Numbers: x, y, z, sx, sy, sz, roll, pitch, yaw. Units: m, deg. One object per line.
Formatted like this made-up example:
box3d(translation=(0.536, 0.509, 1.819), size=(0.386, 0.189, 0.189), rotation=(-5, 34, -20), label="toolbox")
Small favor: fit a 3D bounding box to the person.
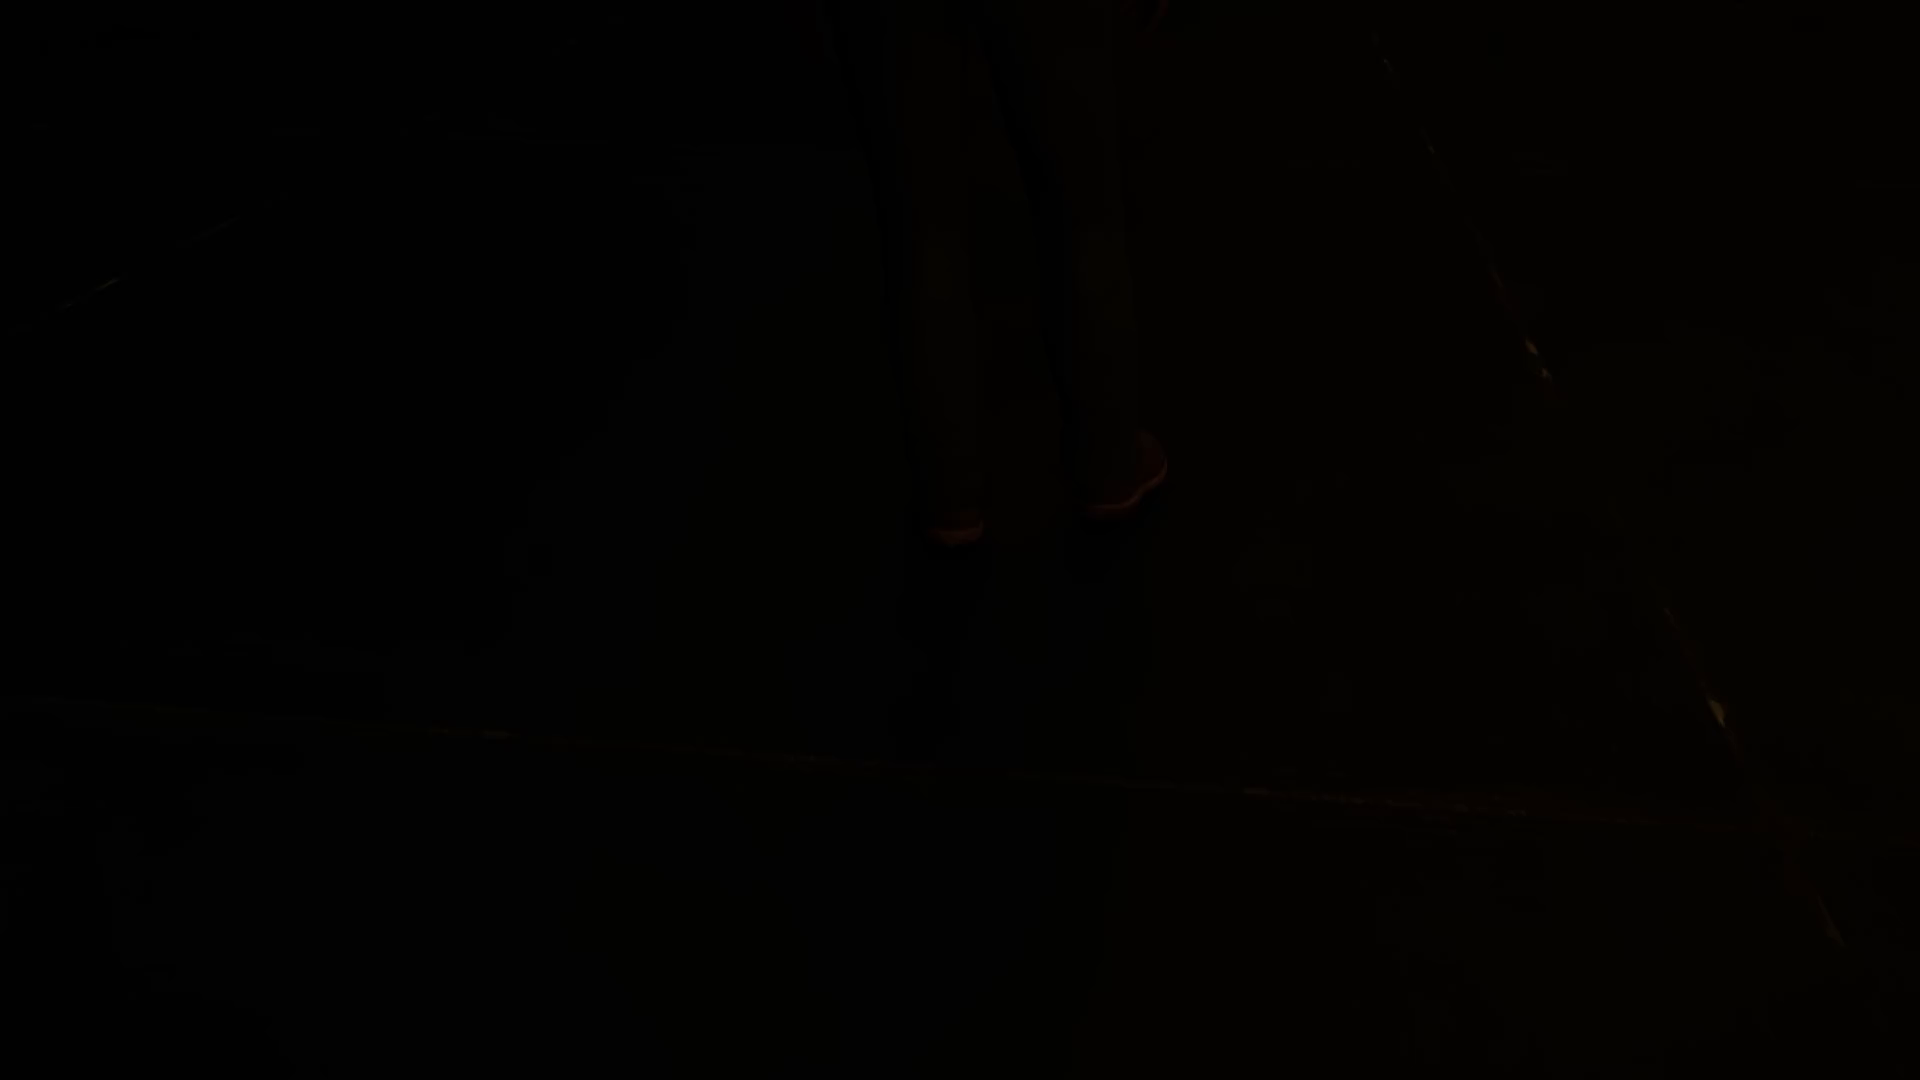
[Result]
box3d(translation=(0.031, -0.784, 2.203), size=(0.570, 1.654, 0.503), rotation=(3, 27, 7), label="person")
